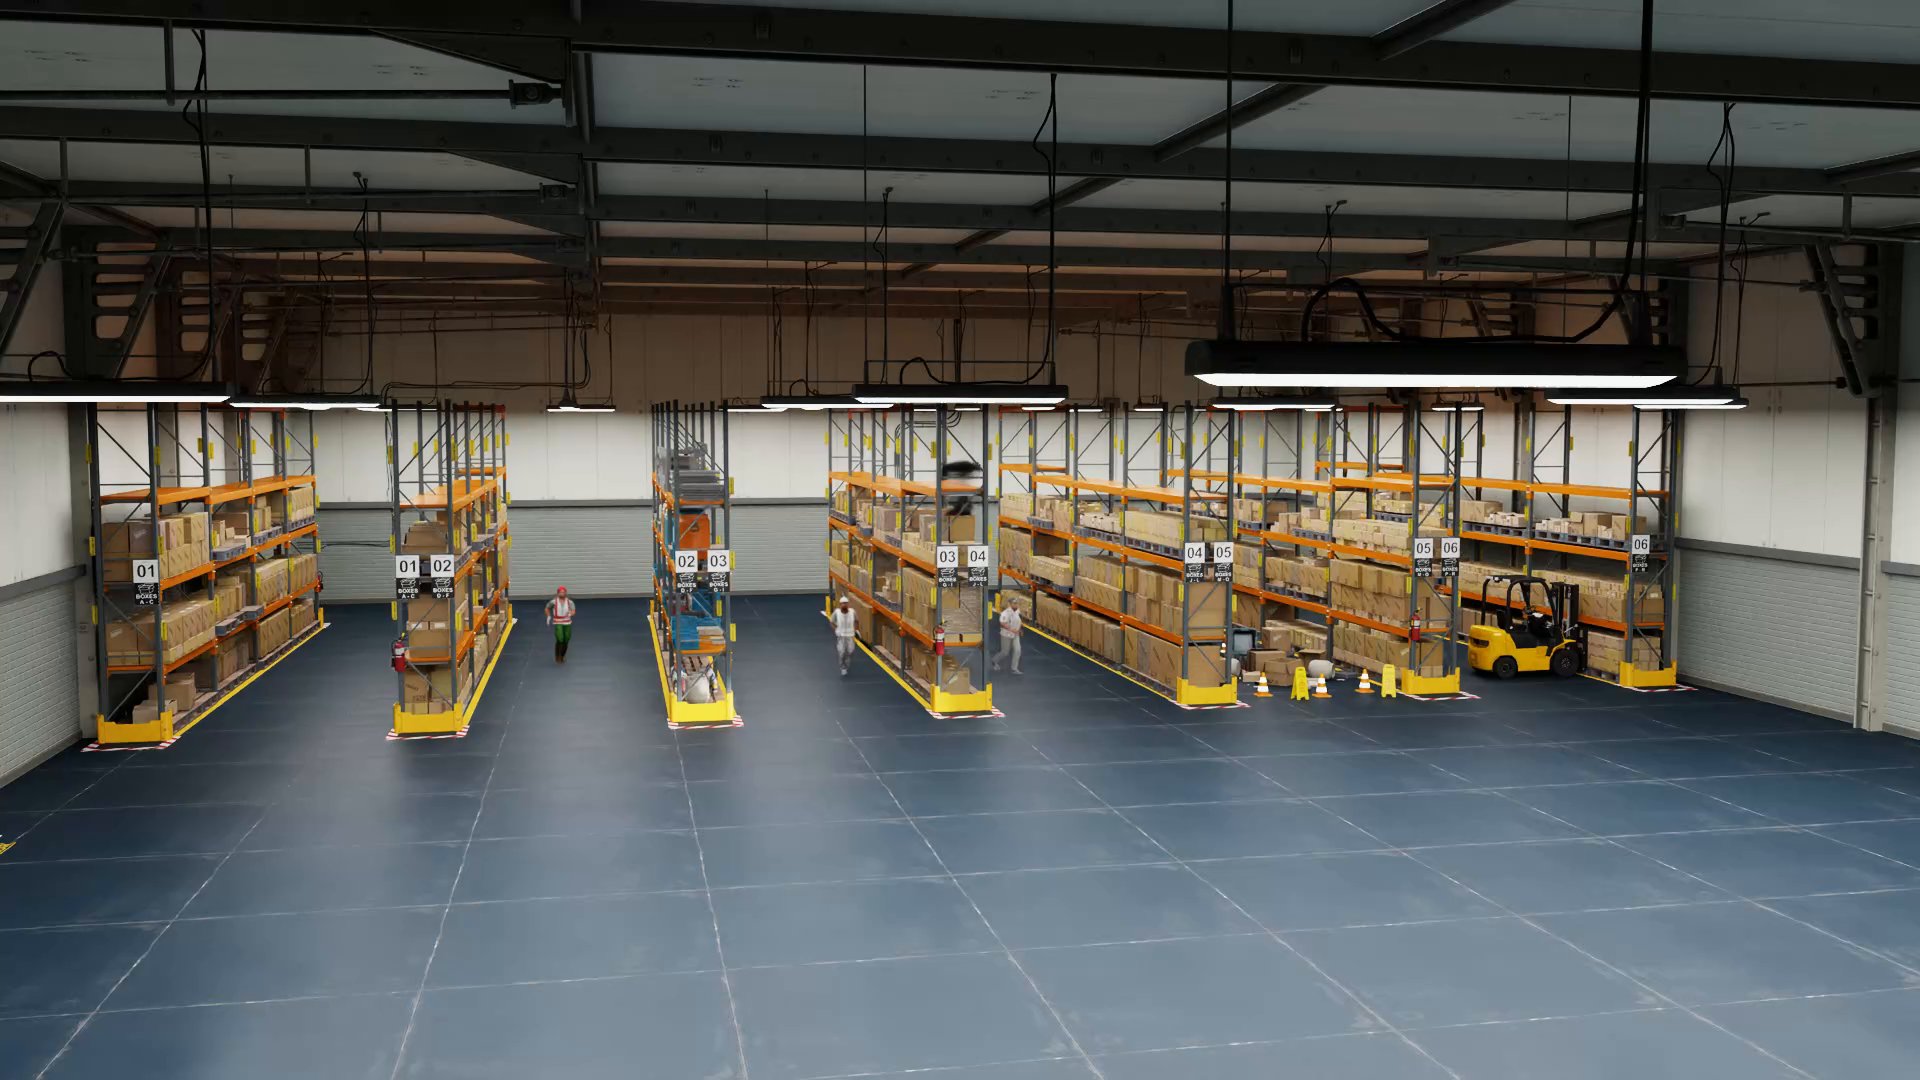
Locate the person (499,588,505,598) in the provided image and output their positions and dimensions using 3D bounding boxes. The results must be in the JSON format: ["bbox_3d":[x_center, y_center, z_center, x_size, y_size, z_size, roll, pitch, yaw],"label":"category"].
[{"bbox_3d":[-13.134,1.344,47.079,0.922,1.694,0.551,1,5,19],"label":"person"}]

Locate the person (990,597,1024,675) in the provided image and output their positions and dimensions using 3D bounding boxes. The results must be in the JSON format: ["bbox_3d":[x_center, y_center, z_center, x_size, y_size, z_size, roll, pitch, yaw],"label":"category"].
[{"bbox_3d":[1.045,2.097,36.743,0.661,1.739,0.877,-4,6,-43],"label":"person"}]

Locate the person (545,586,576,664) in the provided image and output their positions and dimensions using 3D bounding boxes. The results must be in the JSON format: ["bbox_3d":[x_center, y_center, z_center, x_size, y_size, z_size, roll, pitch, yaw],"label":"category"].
[{"bbox_3d":[-9.128,1.954,38.153,0.641,1.782,0.696,-2,5,-26],"label":"person"}]

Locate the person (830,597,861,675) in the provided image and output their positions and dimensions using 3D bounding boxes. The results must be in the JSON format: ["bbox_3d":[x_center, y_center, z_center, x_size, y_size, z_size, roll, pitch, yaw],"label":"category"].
[{"bbox_3d":[-2.525,2.108,36.566,0.678,1.724,0.642,-1,4,-11],"label":"person"}]
